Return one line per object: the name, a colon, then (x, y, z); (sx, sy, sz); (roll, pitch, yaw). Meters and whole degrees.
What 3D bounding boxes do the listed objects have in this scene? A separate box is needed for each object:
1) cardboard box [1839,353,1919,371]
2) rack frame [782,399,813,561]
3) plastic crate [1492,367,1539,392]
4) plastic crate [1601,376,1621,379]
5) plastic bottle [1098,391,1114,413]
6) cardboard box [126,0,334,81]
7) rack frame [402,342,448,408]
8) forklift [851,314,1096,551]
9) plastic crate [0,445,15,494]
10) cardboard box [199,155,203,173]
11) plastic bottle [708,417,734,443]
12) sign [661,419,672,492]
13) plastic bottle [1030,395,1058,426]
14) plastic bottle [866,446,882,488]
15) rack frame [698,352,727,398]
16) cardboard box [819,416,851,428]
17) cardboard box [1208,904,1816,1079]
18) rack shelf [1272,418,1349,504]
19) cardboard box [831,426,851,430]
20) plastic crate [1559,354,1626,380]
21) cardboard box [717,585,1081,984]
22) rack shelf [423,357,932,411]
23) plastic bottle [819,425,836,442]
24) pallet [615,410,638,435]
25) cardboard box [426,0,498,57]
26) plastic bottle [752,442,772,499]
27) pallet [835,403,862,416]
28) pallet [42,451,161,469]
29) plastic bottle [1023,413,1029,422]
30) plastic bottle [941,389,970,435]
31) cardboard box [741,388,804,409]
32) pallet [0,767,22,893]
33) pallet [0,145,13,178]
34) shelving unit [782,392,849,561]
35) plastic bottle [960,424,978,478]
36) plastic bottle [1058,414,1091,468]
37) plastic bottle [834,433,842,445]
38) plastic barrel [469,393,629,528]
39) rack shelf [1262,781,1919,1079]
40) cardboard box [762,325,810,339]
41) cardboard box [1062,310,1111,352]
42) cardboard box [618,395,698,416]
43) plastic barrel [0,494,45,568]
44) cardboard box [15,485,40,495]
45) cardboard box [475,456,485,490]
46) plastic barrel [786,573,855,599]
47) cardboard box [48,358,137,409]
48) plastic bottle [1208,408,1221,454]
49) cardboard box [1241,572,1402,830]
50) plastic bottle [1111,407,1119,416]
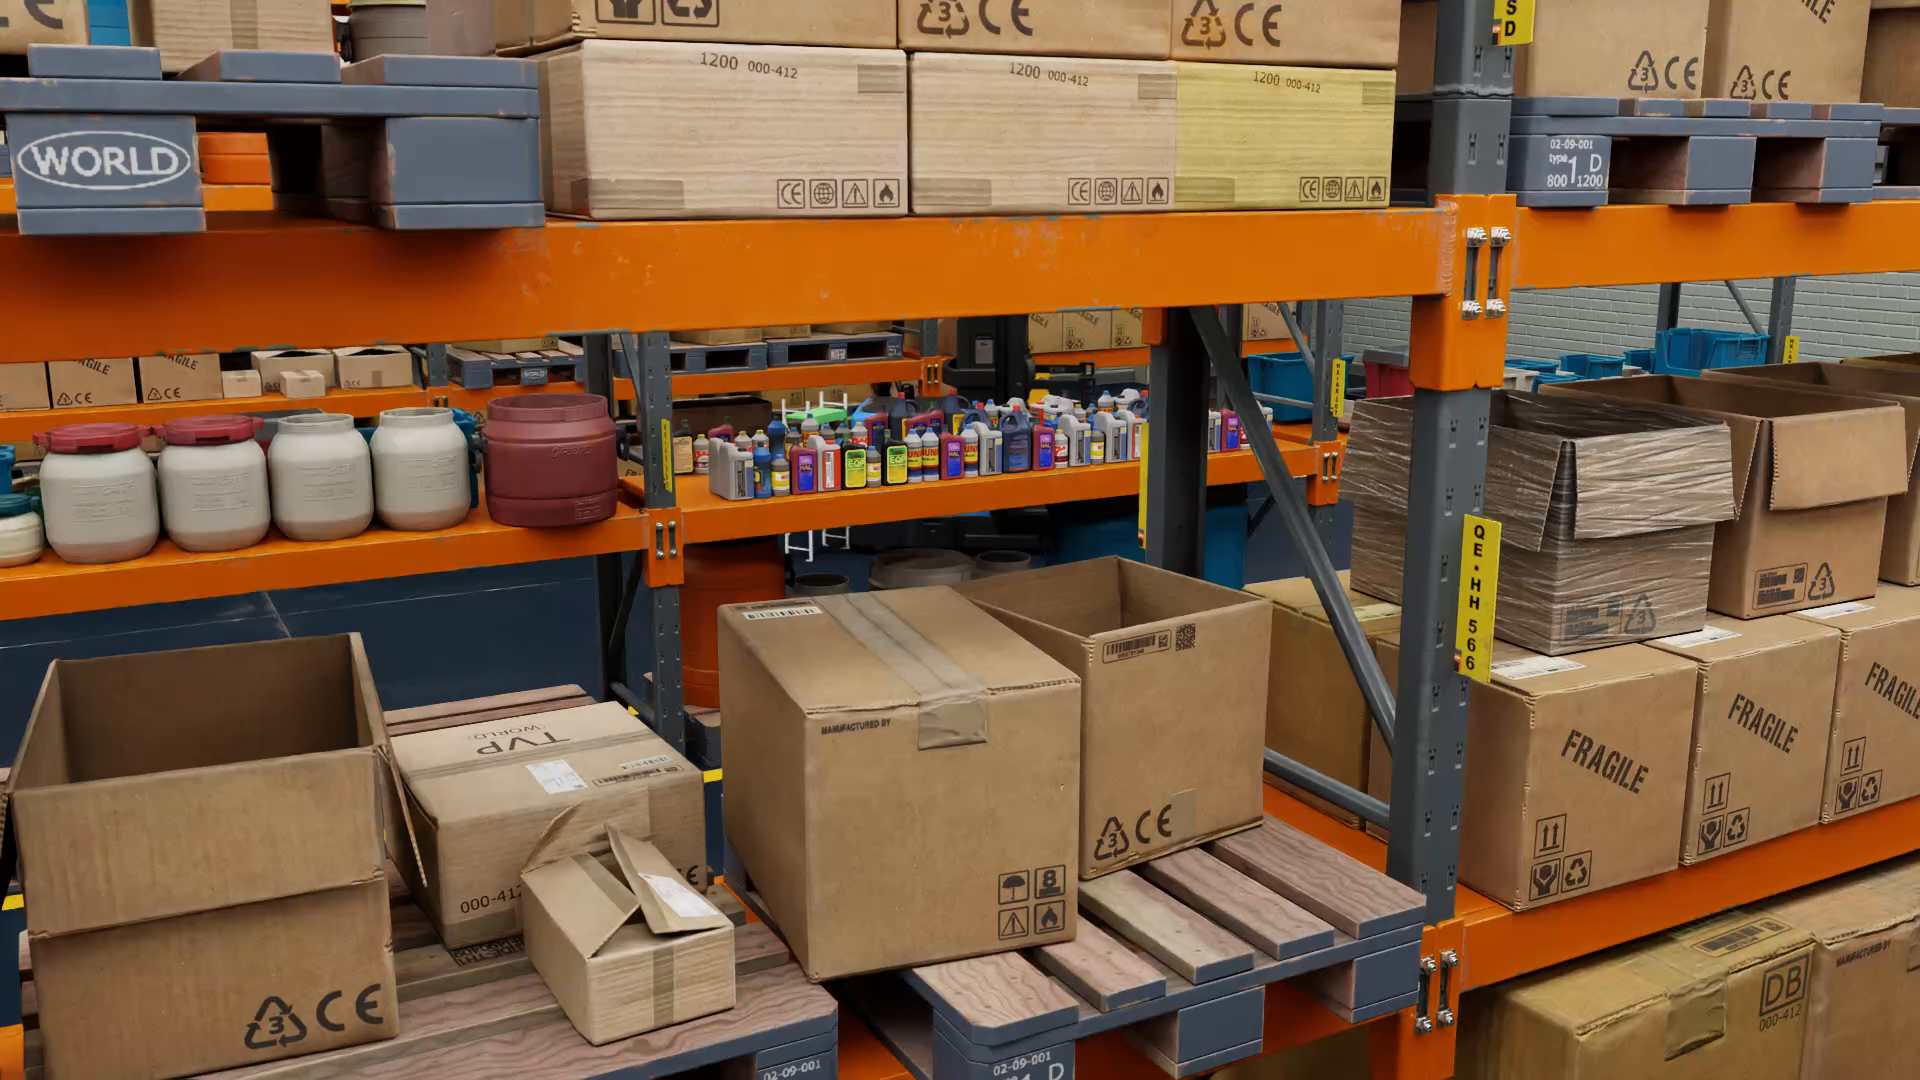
cardboard box: (3.103, -0.281, 5.014); (0.637, 0.503, 0.797); (-7, 14, -27)
rack frame: (-1.204, -0.439, 12.329); (0.240, 1.200, 0.015); (7, 15, 29)
plastic crate: (3.323, -0.933, 10.556); (0.530, 0.282, 0.437); (-7, 14, -28)
plastic crate: (4.515, -1.009, 11.226); (0.243, 0.136, 0.396); (-7, 14, -28)
plastic bottle: (0.869, -0.753, 9.915); (0.097, 0.271, 0.097); (0, 13, 0)
cardboard box: (-1.157, -0.811, 2.624); (0.250, 0.166, 0.380); (-7, 15, -29)
rack frame: (-3.987, -1.370, 12.367); (0.127, 3.000, 1.000); (-7, 14, -28)
forklift: (0.708, -1.413, 12.710); (3.031, 2.935, 1.130); (1, 13, 4)
plastic crate: (-4.309, -0.163, 7.037); (0.575, 0.384, 0.392); (-7, 14, -28)
cardboard box: (-7.106, -3.815, 16.125); (0.500, 0.500, 0.500); (-7, 14, -28)
plastic bottle: (-1.264, -0.508, 8.798); (0.133, 0.283, 0.061); (-7, 14, -28)
sign: (-1.347, -0.390, 7.638); (0.005, 0.325, 0.100); (-7, 14, -28)
plastic bottle: (0.493, -0.703, 9.684); (0.135, 0.276, 0.152); (-7, 14, -28)
plastic bottle: (-0.444, -0.371, 8.380); (0.097, 0.201, 0.097); (0, 13, 0)
rack frame: (-2.853, -2.745, 18.477); (0.127, 3.000, 1.000); (-7, 14, -28)
cardboard box: (-1.017, -0.782, 14.445); (0.500, 0.500, 0.500); (-8, 15, -30)
cardboard box: (1.372, 1.302, 4.374); (0.875, 0.875, 1.225); (-8, 15, -30)
rack shelf: (3.650, -0.696, 11.007); (4.000, 0.370, 1.077); (-7, 14, -28)
cardboard box: (-0.772, -0.679, 13.987); (0.500, 0.500, 0.500); (-7, 14, -28)
plastic crate: (4.453, -1.173, 11.733); (0.300, 0.233, 0.416); (-7, 14, -28)
cardboard box: (-0.141, 0.428, 3.192); (0.500, 0.500, 0.700); (-5, 13, -20)
rack shelf: (-2.231, -1.230, 13.381); (4.000, 0.370, 1.077); (-7, 14, -28)
plastic bottle: (-0.726, -0.527, 9.073); (0.097, 0.201, 0.097); (0, 13, 0)
pallet: (-3.494, -1.289, 18.358); (1.213, 0.211, 1.003); (-7, 14, -28)
cardboard box: (-0.664, -1.110, 3.012); (0.500, 0.500, 0.500); (-7, 15, -29)
plastic bottle: (-0.967, -0.343, 8.094); (0.097, 0.271, 0.097); (0, 13, 0)
pallet: (-1.076, -1.579, 19.646); (1.213, 0.211, 1.003); (-7, 14, -28)
pallet: (-8.120, -0.755, 15.983); (1.213, 0.211, 1.003); (-7, 14, -28)
plastic bottle: (0.365, -0.620, 9.485); (0.097, 0.201, 0.097); (0, 13, 0)
plastic bottle: (-0.024, -0.679, 9.405); (0.185, 0.351, 0.144); (-7, 14, -28)
cardboard box: (-2.147, -1.790, 18.967); (0.500, 0.500, 0.700); (-7, 14, -27)
pallet: (-4.457, 1.276, 6.960); (1.213, 0.211, 1.003); (-7, 14, -28)
pallet: (-6.730, -2.415, 10.612); (1.217, 0.209, 0.805); (-8, 15, -30)
shelving unit: (-1.083, -0.486, 12.536); (0.258, 1.200, 0.503); (7, 15, 29)
plastic bottle: (0.046, -0.464, 8.634); (0.097, 0.271, 0.097); (0, 13, 0)
plastic bottle: (0.618, -0.542, 8.968); (0.135, 0.276, 0.152); (-7, 14, -28)
plastic bottle: (-0.590, -0.403, 8.362); (0.097, 0.271, 0.097); (0, 13, 0)
plastic barrel: (-1.879, -0.375, 7.632); (0.708, 0.536, 0.600); (-7, 14, -28)
rack shelf: (2.512, 0.680, 4.896); (4.000, 0.370, 1.077); (-7, 14, -28)
cardboard box: (-1.572, -1.954, 13.774); (0.500, 0.500, 0.700); (-4, 13, -19)
cardboard box: (0.990, -1.948, 14.704); (0.500, 0.500, 0.500); (-7, 14, -28)
cardboard box: (-3.361, -1.808, 18.251); (0.750, 0.750, 0.750); (-7, 14, -27)
plastic barrel: (-3.893, -0.037, 6.756); (0.301, 0.262, 0.301); (0, 13, 0)
cardboard box: (-6.120, -0.188, 11.143); (0.500, 0.311, 0.500); (-7, 15, -30)
cardboard box: (-3.450, -0.358, 12.561); (0.500, 0.500, 0.500); (-6, 14, -25)
plastic barrel: (-0.743, 0.462, 8.934); (0.421, 0.512, 0.421); (0, 13, 0)
cardboard box: (-5.914, -1.184, 11.311); (0.500, 0.500, 0.500); (-7, 14, -28)
plastic bottle: (1.382, -0.634, 9.375); (0.135, 0.276, 0.152); (-7, 14, -28)
cardboard box: (1.071, 0.391, 4.314); (0.500, 0.500, 0.500); (-6, 14, -26)
plastic bottle: (0.864, -0.600, 9.238); (0.097, 0.271, 0.097); (0, 13, 0)
